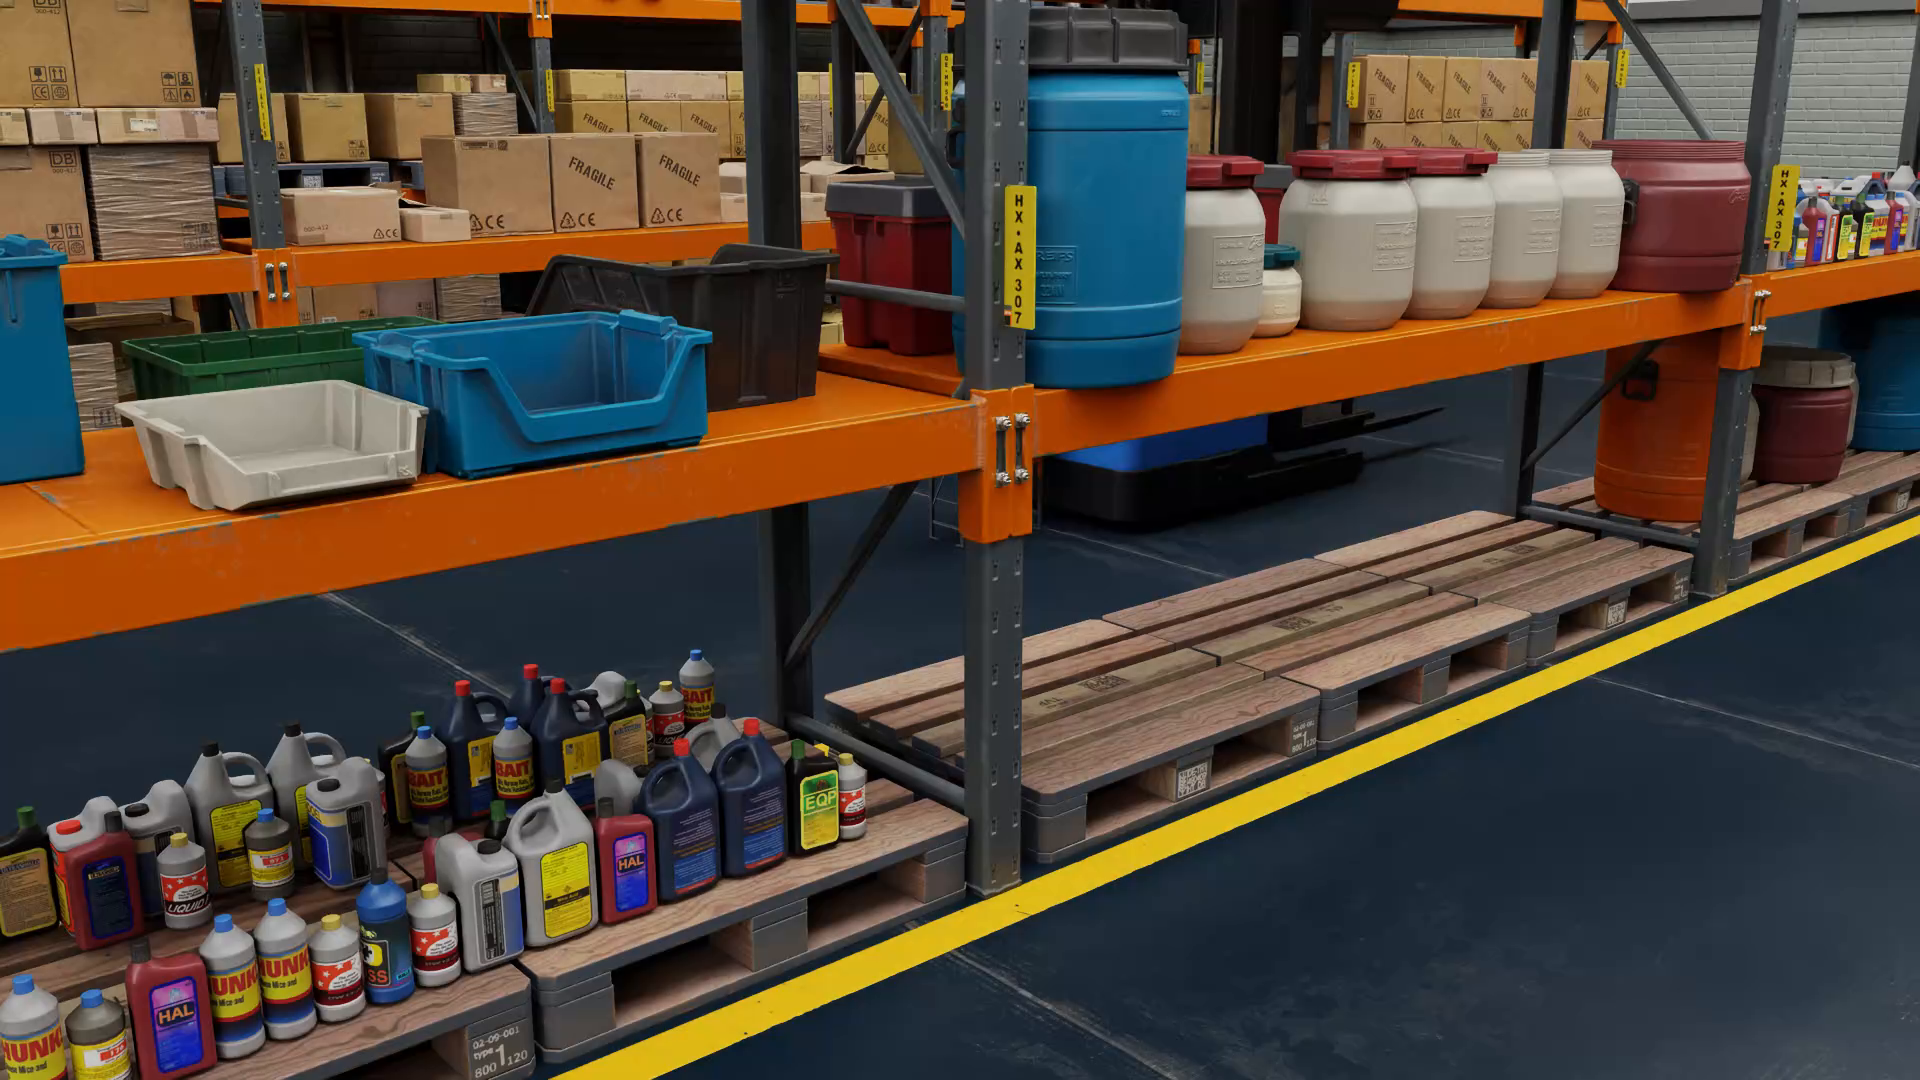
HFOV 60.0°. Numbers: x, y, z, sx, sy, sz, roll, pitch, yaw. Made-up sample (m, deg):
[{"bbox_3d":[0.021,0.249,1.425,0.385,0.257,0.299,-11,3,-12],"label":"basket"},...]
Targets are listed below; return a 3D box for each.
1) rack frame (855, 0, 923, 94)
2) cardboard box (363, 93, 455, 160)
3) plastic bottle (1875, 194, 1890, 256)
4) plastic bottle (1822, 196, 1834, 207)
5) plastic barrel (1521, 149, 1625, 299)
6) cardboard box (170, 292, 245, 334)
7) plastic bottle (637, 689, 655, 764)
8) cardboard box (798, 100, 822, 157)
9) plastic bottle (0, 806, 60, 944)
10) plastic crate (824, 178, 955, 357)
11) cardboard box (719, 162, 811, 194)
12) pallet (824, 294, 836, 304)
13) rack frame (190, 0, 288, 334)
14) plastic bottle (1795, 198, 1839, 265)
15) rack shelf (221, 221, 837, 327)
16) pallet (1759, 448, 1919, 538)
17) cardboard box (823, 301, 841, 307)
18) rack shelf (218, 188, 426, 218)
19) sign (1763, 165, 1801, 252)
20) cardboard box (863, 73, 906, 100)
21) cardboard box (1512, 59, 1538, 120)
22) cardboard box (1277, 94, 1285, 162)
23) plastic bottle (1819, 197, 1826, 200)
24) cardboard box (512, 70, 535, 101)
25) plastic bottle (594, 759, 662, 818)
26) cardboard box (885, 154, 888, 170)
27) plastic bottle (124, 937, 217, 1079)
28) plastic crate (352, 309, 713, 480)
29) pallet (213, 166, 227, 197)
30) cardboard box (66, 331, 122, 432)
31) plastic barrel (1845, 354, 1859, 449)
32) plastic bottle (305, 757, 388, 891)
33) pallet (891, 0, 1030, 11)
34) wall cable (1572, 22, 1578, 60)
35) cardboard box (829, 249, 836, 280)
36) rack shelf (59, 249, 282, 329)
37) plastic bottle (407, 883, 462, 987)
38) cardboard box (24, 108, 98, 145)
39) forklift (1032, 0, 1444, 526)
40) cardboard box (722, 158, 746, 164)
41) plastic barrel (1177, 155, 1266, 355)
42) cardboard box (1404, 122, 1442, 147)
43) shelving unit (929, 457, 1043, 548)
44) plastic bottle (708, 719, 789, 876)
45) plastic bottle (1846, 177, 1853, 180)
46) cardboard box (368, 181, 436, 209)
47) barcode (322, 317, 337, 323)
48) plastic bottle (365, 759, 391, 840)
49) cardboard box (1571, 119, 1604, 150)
[{"bbox_3d":[-0.682,-3.914,16.590,0.127,3.000,1.000,-13,19,-39],"label":"rack frame"},{"bbox_3d":[-4.452,-3.316,13.304,0.700,0.500,0.500,14,20,42],"label":"cardboard box"},{"bbox_3d":[4.145,-1.427,7.528,0.097,0.271,0.097,0,15,0],"label":"plastic bottle"},{"bbox_3d":[4.444,-1.668,8.566,0.097,0.201,0.097,0,15,0],"label":"plastic bottle"},{"bbox_3d":[2.168,-1.146,6.010,0.421,0.512,0.421,0,15,0],"label":"plastic barrel"},{"bbox_3d":[-5.816,-1.789,12.626,0.500,0.500,0.700,-13,20,-40],"label":"cardboard box"},{"bbox_3d":[-0.896,0.513,4.589,0.097,0.201,0.097,0,15,0],"label":"plastic bottle"},{"bbox_3d":[-1.628,-3.817,15.417,0.500,0.500,0.500,-13,19,-39],"label":"cardboard box"},{"bbox_3d":[-2.058,0.728,3.625,0.133,0.283,0.061,-12,19,-38],"label":"plastic bottle"},{"bbox_3d":[-0.050,-0.802,4.818,0.583,0.464,0.402,-13,19,-39],"label":"plastic crate"},{"bbox_3d":[-1.247,-2.116,10.031,0.500,0.311,0.500,-13,20,-40],"label":"cardboard box"},{"bbox_3d":[-1.215,-2.421,16.406,1.213,0.211,1.003,-13,19,-39],"label":"pallet"},{"bbox_3d":[-3.463,-1.595,7.908,0.127,3.000,1.000,-13,19,-39],"label":"rack frame"},{"bbox_3d":[3.691,-1.336,7.181,0.135,0.276,0.152,-13,19,-39],"label":"plastic bottle"},{"bbox_3d":[-1.954,-1.586,9.270,4.000,0.370,1.077,-13,19,-39],"label":"rack shelf"},{"bbox_3d":[4.291,-0.308,8.493,1.213,0.211,1.003,-13,19,-39],"label":"pallet"},{"bbox_3d":[-1.033,-1.386,10.555,0.500,0.311,0.500,-12,19,-38],"label":"cardboard box"},{"bbox_3d":[-5.209,-2.550,12.878,4.000,0.370,1.077,-13,19,-39],"label":"rack shelf"},{"bbox_3d":[3.170,-1.281,6.415,0.005,0.325,0.100,-13,19,-39],"label":"sign"},{"bbox_3d":[-0.867,-4.349,15.957,0.500,0.250,0.500,-12,19,-38],"label":"cardboard box"},{"bbox_3d":[4.666,-3.856,14.241,0.500,0.500,0.500,-12,19,-38],"label":"cardboard box"},{"bbox_3d":[2.068,-3.165,12.778,0.700,0.500,0.500,8,17,28],"label":"cardboard box"},{"bbox_3d":[3.757,-1.360,7.280,0.097,0.271,0.097,0,15,0],"label":"plastic bottle"},{"bbox_3d":[-3.528,-3.928,14.379,0.500,0.250,0.500,-12,19,-38],"label":"cardboard box"},{"bbox_3d":[-0.772,0.647,3.942,0.135,0.276,0.152,-13,19,-39],"label":"plastic bottle"},{"bbox_3d":[-0.751,-3.690,16.199,0.250,0.149,0.380,-12,19,-39],"label":"cardboard box"},{"bbox_3d":[-1.476,0.866,3.106,0.133,0.283,0.061,-12,19,-38],"label":"plastic bottle"},{"bbox_3d":[-0.871,-0.318,3.415,0.616,0.251,0.499,-13,19,-39],"label":"plastic crate"},{"bbox_3d":[-6.045,-2.567,11.920,1.213,0.211,1.003,-13,19,-39],"label":"pallet"},{"bbox_3d":[-4.054,-0.628,7.350,0.500,0.500,0.500,-13,19,-39],"label":"cardboard box"},{"bbox_3d":[4.381,-0.699,8.562,0.421,0.512,0.421,0,15,0],"label":"plastic barrel"},{"bbox_3d":[-1.442,0.658,3.900,0.135,0.276,0.152,-13,19,-39],"label":"plastic bottle"},{"bbox_3d":[-0.058,-5.457,16.726,1.213,0.211,1.003,-13,19,-39],"label":"pallet"},{"bbox_3d":[6.837,-6.878,22.080,0.112,2.526,3.097,-13,19,-39],"label":"wall cable"},{"bbox_3d":[-1.087,-2.943,16.306,0.750,0.750,0.750,-12,19,-39],"label":"cardboard box"},{"bbox_3d":[-4.971,-0.909,6.733,4.000,0.370,1.077,-13,19,-39],"label":"rack shelf"},{"bbox_3d":[-1.095,0.814,3.460,0.097,0.201,0.097,0,15,0],"label":"plastic bottle"},{"bbox_3d":[-3.911,-1.782,7.160,0.250,0.149,0.380,-13,20,-41],"label":"cardboard box"},{"bbox_3d":[1.531,-1.784,8.751,3.031,2.935,1.130,-14,20,-41],"label":"forklift"},{"bbox_3d":[-2.149,-3.397,15.104,0.250,0.149,0.380,-13,19,-39],"label":"cardboard box"},{"bbox_3d":[0.652,-0.815,4.725,0.433,0.535,0.433,0,15,0],"label":"plastic barrel"},{"bbox_3d":[3.520,-3.119,13.421,0.500,0.500,0.500,-12,19,-38],"label":"cardboard box"},{"bbox_3d":[0.125,-0.608,7.700,0.503,1.200,0.258,-13,19,-39],"label":"shelving unit"},{"bbox_3d":[-0.511,0.602,3.963,0.185,0.351,0.144,-13,20,-41],"label":"plastic bottle"},{"bbox_3d":[4.840,-1.842,9.085,0.097,0.271,0.097,0,15,0],"label":"plastic bottle"},{"bbox_3d":[-2.920,-1.715,8.617,0.258,0.266,0.396,-13,20,-41],"label":"cardboard box"},{"bbox_3d":[-2.997,-1.026,7.909,0.075,0.075,0.001,-13,19,-39],"label":"barcode"},{"bbox_3d":[-1.467,0.641,4.109,0.097,0.201,0.097,0,15,0],"label":"plastic bottle"},{"bbox_3d":[5.431,-3.547,15.024,0.500,0.500,0.500,-12,19,-38],"label":"cardboard box"}]
